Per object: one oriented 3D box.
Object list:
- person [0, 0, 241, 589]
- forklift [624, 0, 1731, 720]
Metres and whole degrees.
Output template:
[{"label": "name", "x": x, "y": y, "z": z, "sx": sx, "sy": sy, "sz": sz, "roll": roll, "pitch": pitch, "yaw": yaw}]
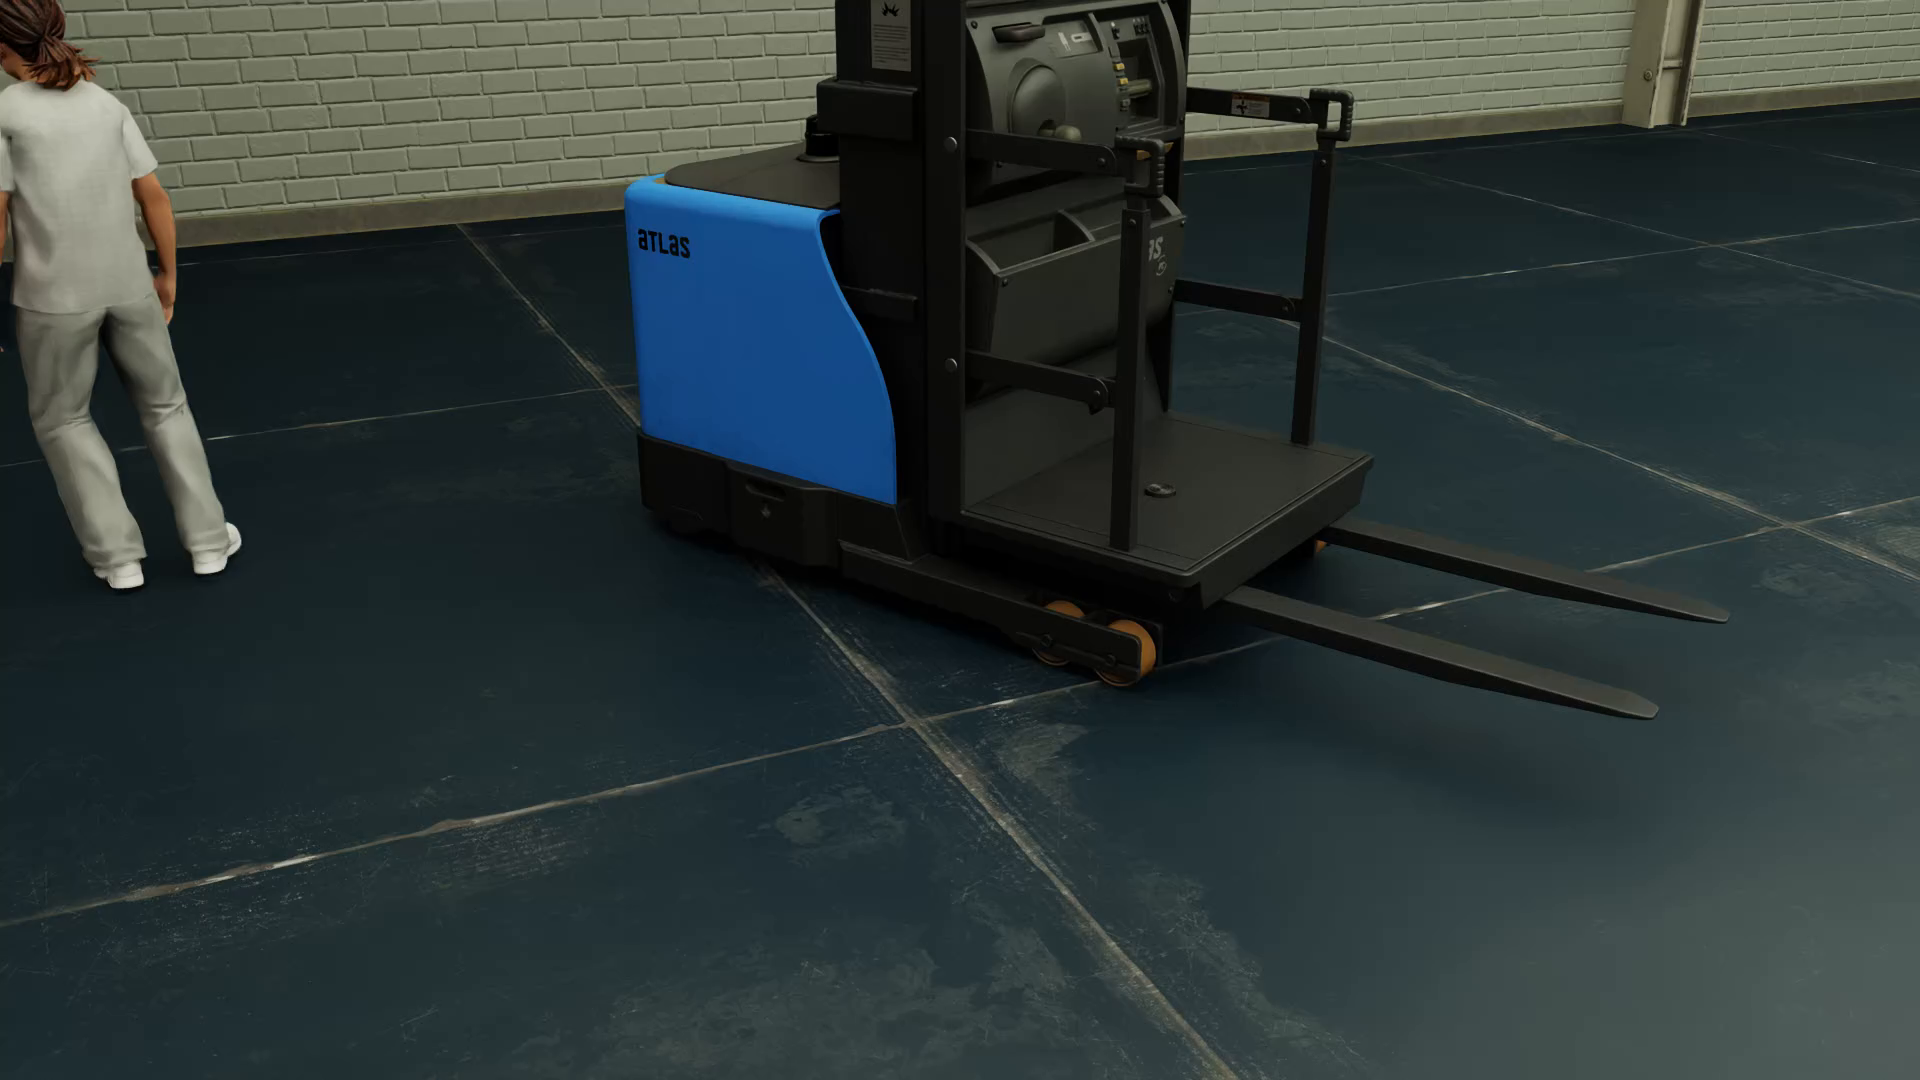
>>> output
[{"label": "person", "x": -2.375, "y": -0.671, "z": 4.571, "sx": 0.361, "sy": 1.653, "sz": 0.579, "roll": 18, "pitch": 28, "yaw": 36}, {"label": "forklift", "x": 0.488, "y": -1.213, "z": 4.206, "sx": 3.031, "sy": 2.935, "sz": 1.130, "roll": 16, "pitch": 27, "yaw": 34}]
